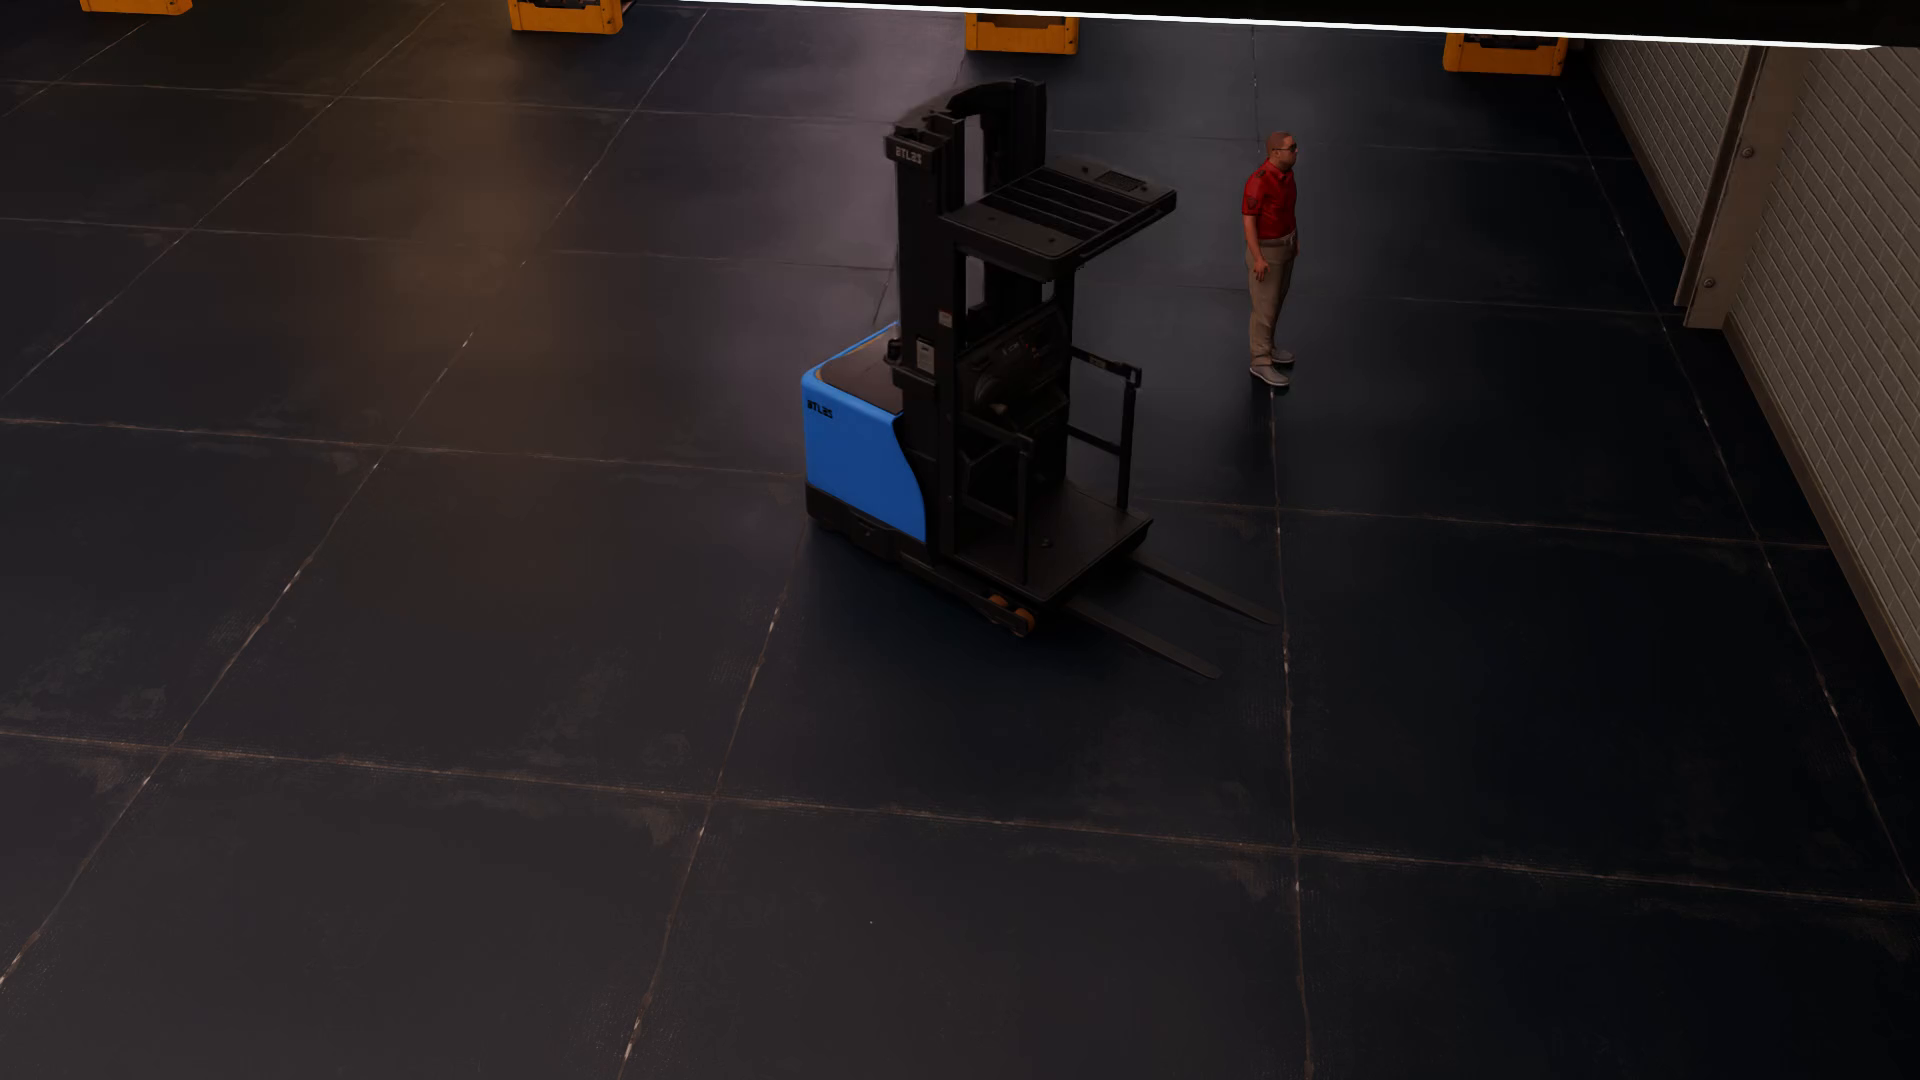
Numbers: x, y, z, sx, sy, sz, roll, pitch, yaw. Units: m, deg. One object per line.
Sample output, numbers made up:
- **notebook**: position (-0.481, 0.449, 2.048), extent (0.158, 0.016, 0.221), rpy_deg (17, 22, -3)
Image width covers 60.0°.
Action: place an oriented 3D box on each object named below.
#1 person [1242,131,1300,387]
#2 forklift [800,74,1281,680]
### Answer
- **person**: position (2.287, -2.017, 11.768), extent (0.552, 1.727, 0.638), rpy_deg (22, 42, 27)
- **forklift**: position (0.467, -0.968, 9.344), extent (3.031, 2.935, 1.130), rpy_deg (27, 44, 31)
